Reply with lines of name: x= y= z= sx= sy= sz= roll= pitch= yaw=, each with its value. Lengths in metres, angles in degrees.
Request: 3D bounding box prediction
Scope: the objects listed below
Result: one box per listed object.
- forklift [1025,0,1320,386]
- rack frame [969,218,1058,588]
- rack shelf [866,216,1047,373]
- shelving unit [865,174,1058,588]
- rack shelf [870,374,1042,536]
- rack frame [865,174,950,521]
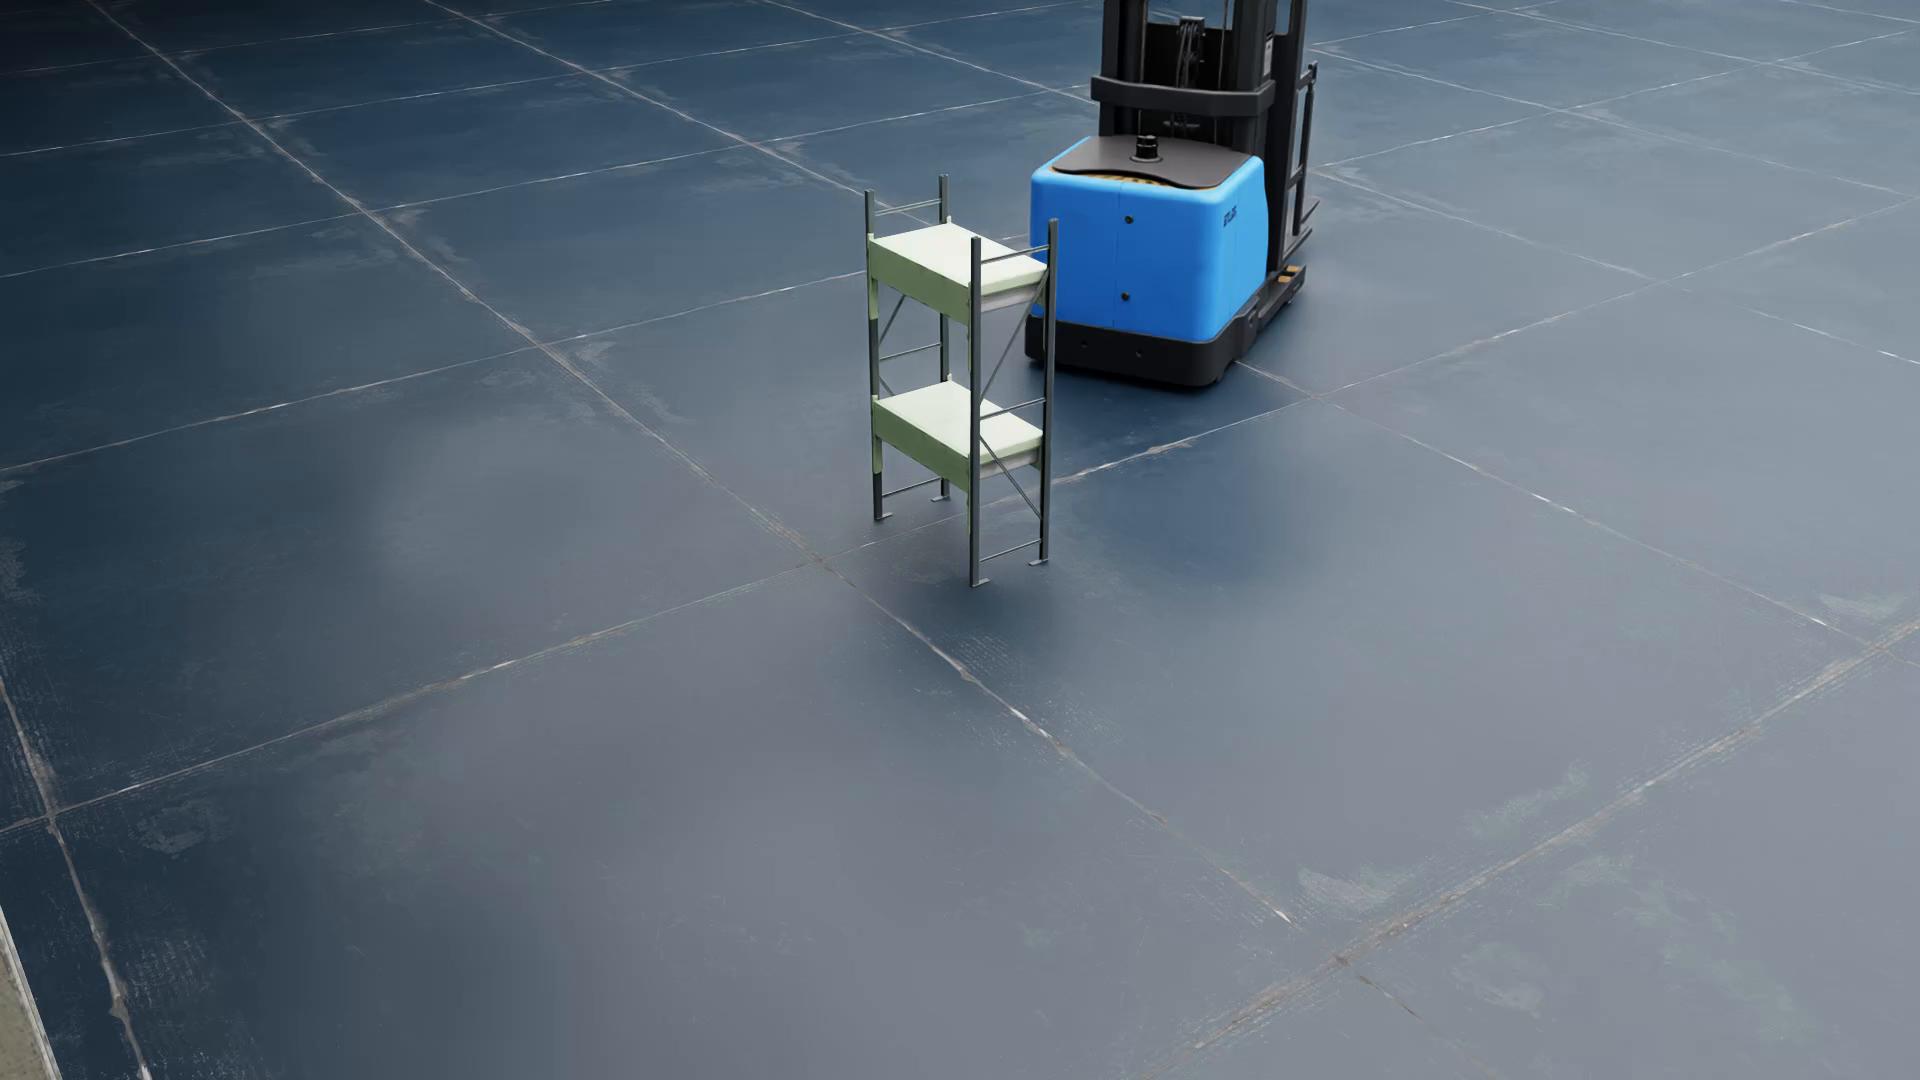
forklift: x=1.425 y=-2.760 z=9.267 sx=1.130 sy=2.935 sz=3.031 roll=12 pitch=31 yaw=22
rack frame: x=0.208 y=-0.519 z=6.642 sx=0.400 sy=1.500 sz=0.023 roll=-19 pitch=34 yaw=-31
rack shelf: x=-0.004 y=-1.005 z=6.718 sx=0.431 sy=0.370 sz=0.720 roll=-19 pitch=34 yaw=-31
shelving unit: x=-0.004 y=-0.662 z=6.904 sx=0.431 sy=1.500 sz=0.755 roll=-19 pitch=34 yaw=-31
rack shelf: x=-0.004 y=-0.375 z=7.059 sx=0.431 sy=0.370 sz=0.720 roll=-19 pitch=34 yaw=-31
rack frame: x=-0.216 y=-0.804 z=7.166 sx=0.400 sy=1.500 sz=0.023 roll=-19 pitch=34 yaw=-31
